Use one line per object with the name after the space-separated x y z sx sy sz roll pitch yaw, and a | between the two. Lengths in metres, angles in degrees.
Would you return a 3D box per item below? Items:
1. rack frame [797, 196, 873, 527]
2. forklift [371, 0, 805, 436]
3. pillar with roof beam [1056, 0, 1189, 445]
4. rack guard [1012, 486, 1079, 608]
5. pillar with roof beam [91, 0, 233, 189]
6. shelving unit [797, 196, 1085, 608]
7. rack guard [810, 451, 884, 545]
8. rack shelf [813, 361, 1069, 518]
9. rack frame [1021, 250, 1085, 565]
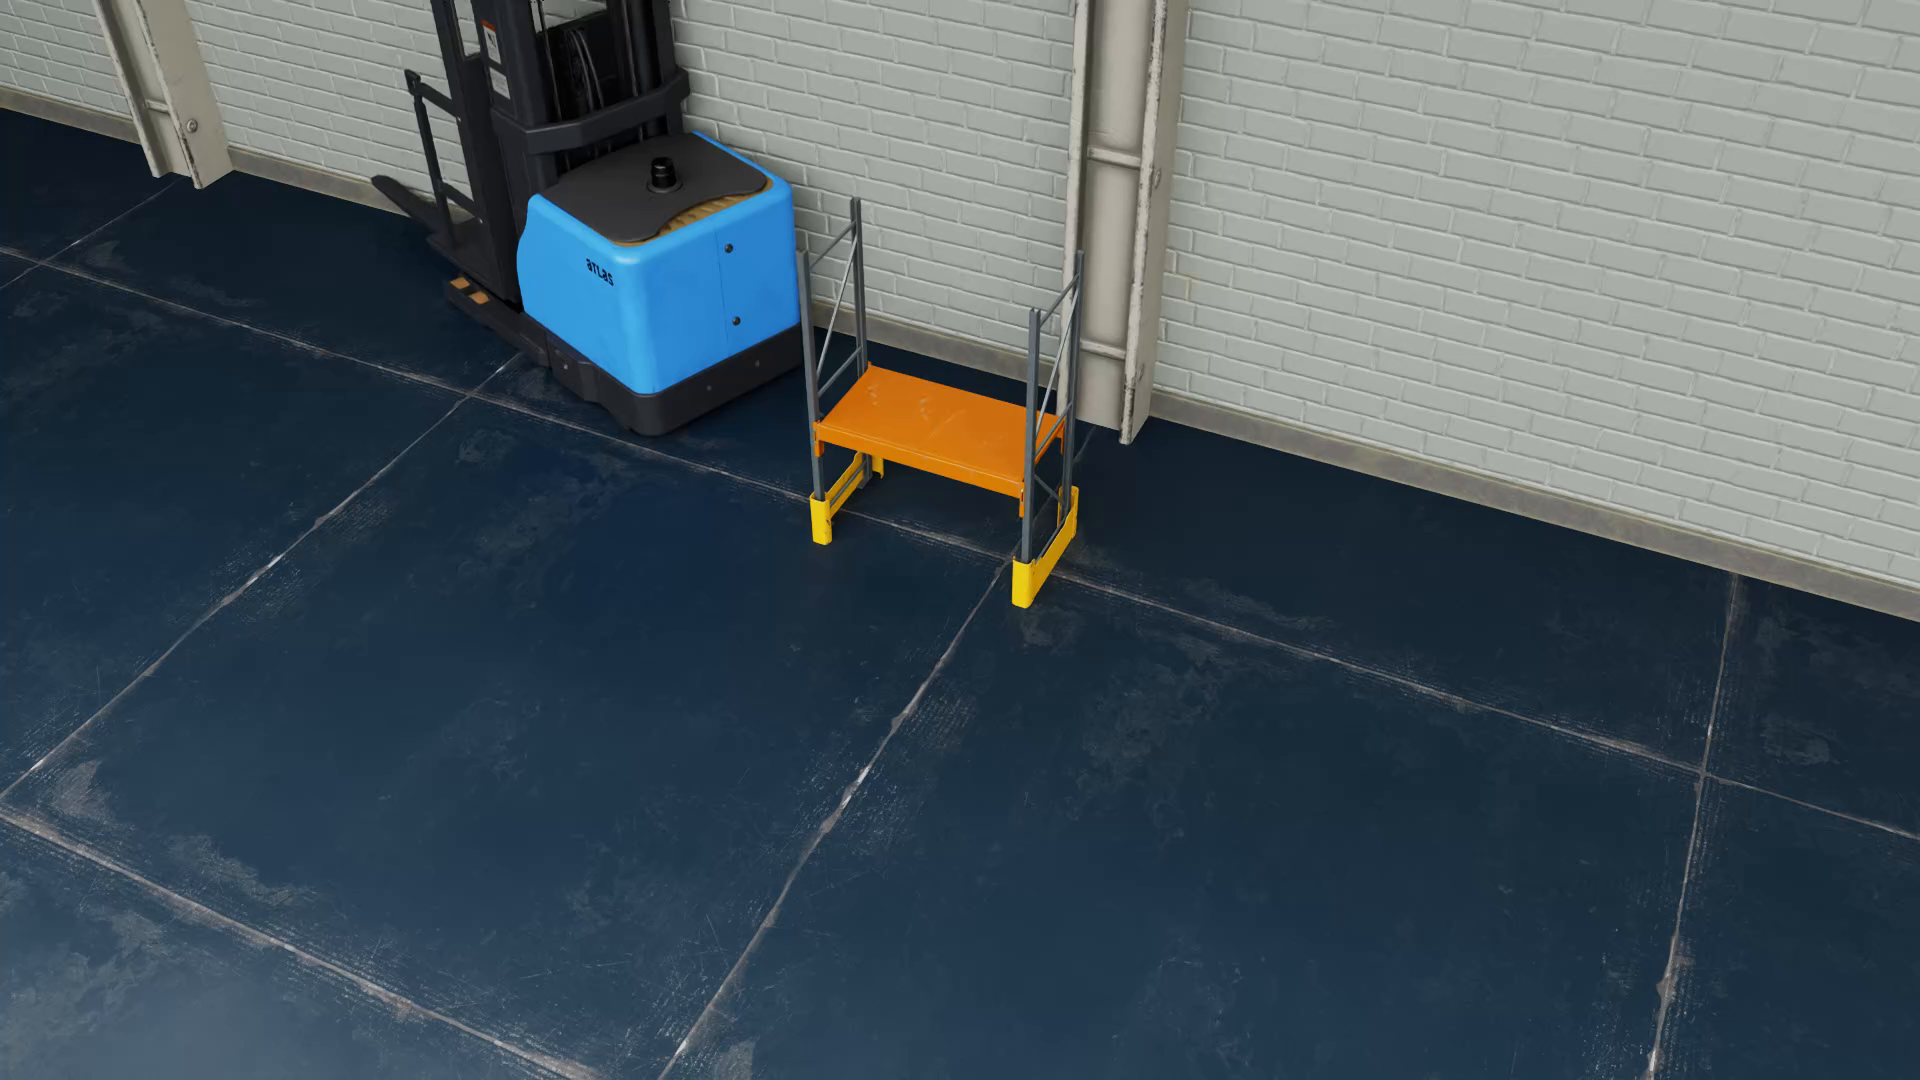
-0.538 -0.731 7.332 0.032 1.500 0.500 17 44 19 | rack frame
-2.169 -2.487 8.266 1.130 2.935 3.031 -32 50 -31 | forklift
-1.102 -1.457 2.445 0.400 9.000 9.100 17 44 19 | pillar with roof beam
0.382 0.022 7.417 0.087 0.250 0.587 17 44 19 | rack guard
-6.539 -3.119 4.362 0.400 9.000 9.100 17 44 19 | pillar with roof beam
-0.069 -0.588 7.167 1.083 1.500 0.587 17 44 19 | shelving unit
-0.520 -0.253 7.736 0.087 0.250 0.587 17 44 19 | rack guard
-0.077 -0.454 7.288 1.000 0.185 0.538 17 44 19 | rack shelf
0.383 -0.450 7.008 0.032 1.500 0.500 17 44 19 | rack frame
